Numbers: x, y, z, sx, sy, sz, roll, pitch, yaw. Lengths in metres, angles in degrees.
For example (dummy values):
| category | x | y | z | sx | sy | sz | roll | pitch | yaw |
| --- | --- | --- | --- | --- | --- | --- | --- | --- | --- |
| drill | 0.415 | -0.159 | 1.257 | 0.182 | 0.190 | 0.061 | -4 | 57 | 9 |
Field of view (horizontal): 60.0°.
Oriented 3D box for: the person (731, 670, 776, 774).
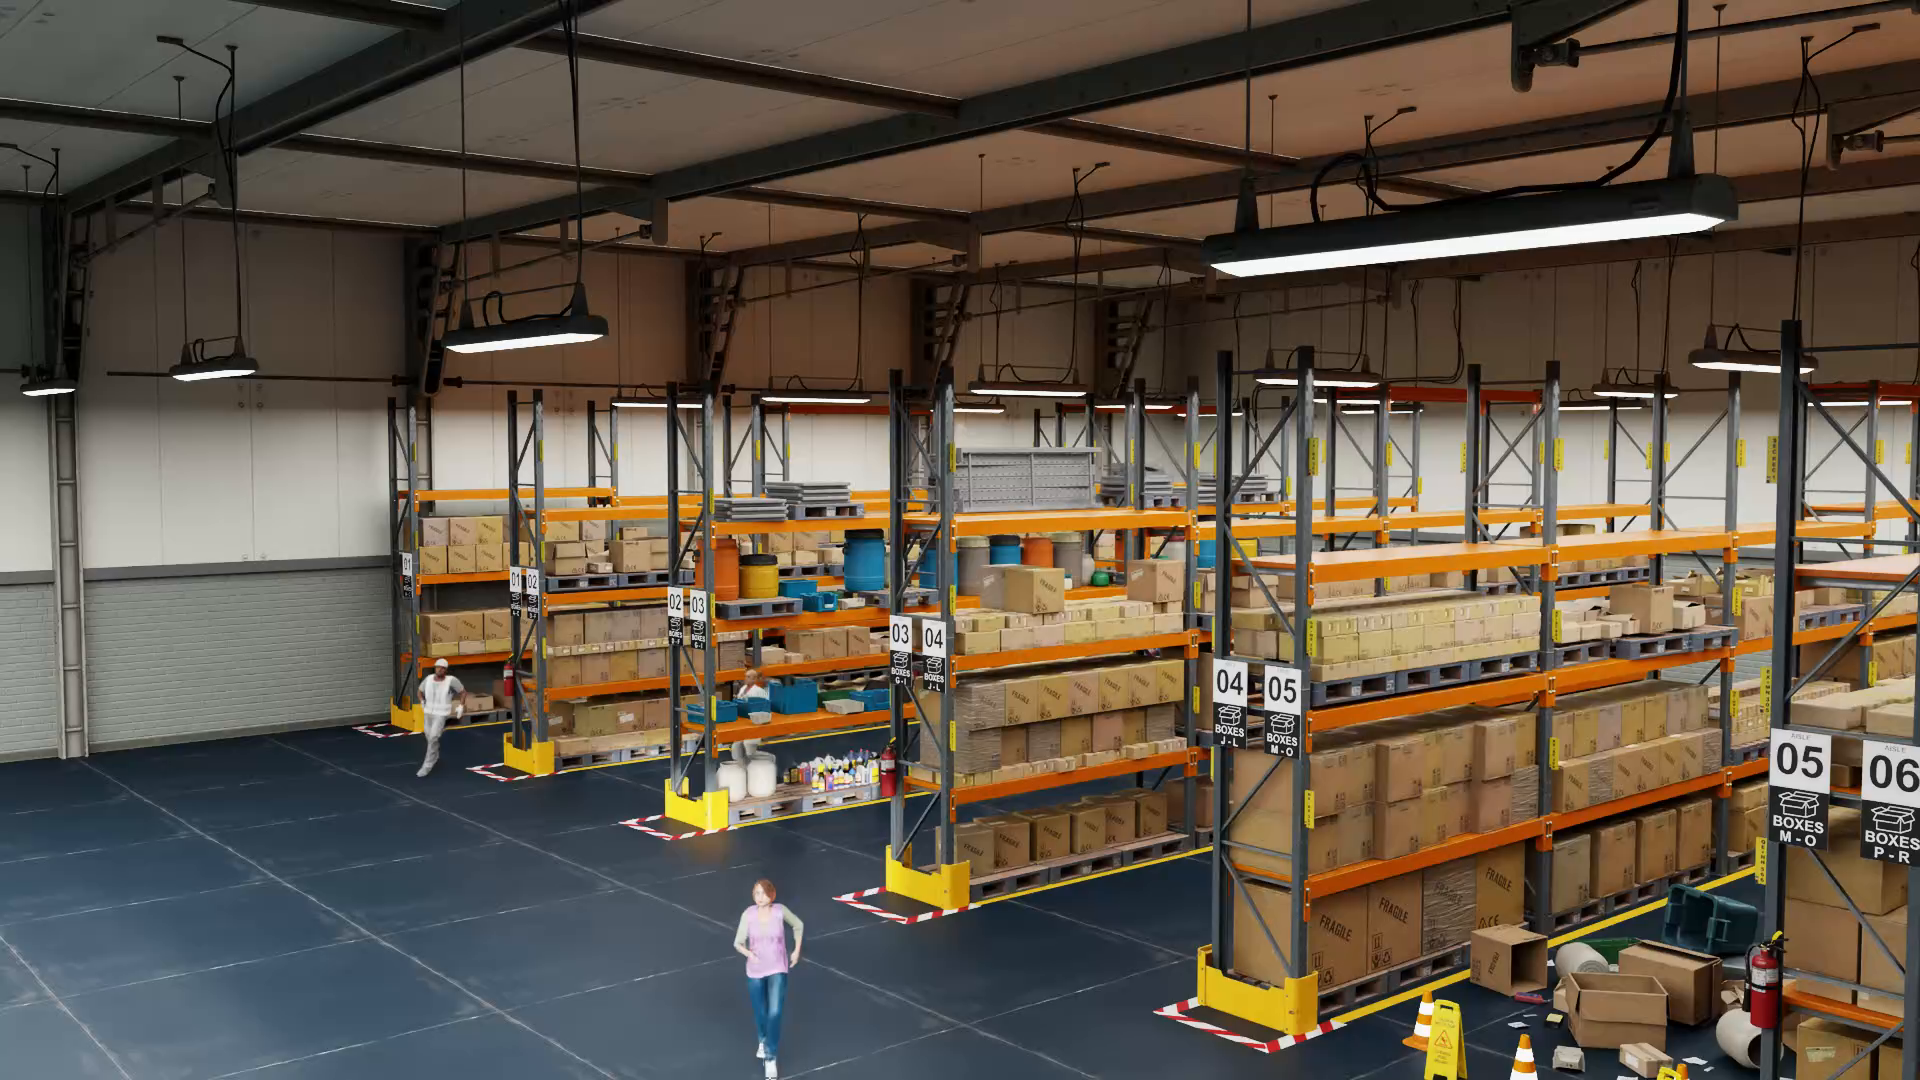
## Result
| category | x | y | z | sx | sy | sz | roll | pitch | yaw |
| --- | --- | --- | --- | --- | --- | --- | --- | --- | --- |
| person | -3.166 | 2.828 | 25.132 | 0.716 | 1.736 | 0.832 | 3 | 4 | 39 |

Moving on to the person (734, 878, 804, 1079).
| category | x | y | z | sx | sy | sz | roll | pitch | yaw |
| --- | --- | --- | --- | --- | --- | --- | --- | --- | --- |
| person | -1.578 | 3.581 | 13.665 | 0.541 | 1.615 | 0.703 | 0 | 3 | 3 |

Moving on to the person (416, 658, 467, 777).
| category | x | y | z | sx | sy | sz | roll | pitch | yaw |
| --- | --- | --- | --- | --- | --- | --- | --- | --- | --- |
| person | -8.164 | 2.744 | 26.036 | 0.746 | 1.792 | 0.864 | 1 | 3 | 9 |
